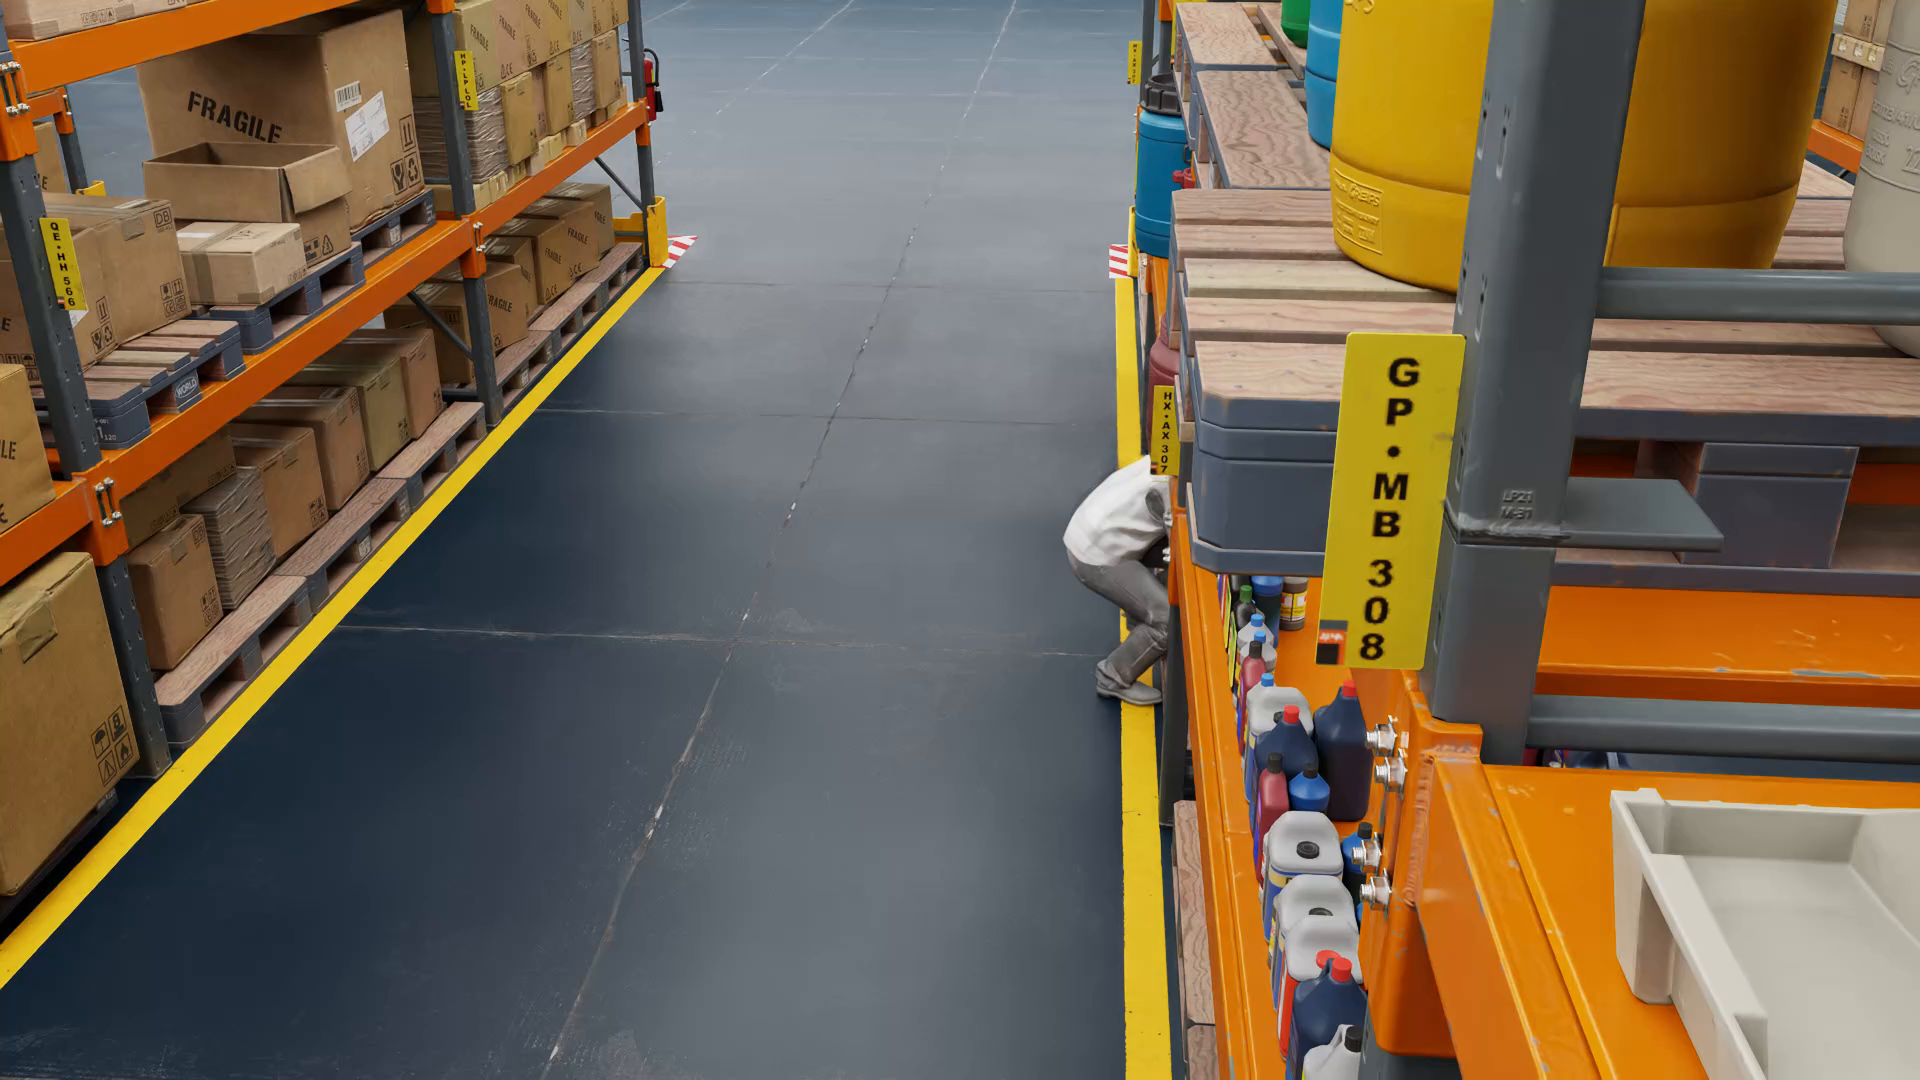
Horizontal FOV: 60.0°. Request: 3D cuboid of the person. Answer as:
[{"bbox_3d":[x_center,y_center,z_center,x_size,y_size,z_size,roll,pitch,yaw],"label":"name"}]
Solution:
[{"bbox_3d":[0.881,0.061,7.066,0.840,1.257,0.582,9,26,20],"label":"person"}]
